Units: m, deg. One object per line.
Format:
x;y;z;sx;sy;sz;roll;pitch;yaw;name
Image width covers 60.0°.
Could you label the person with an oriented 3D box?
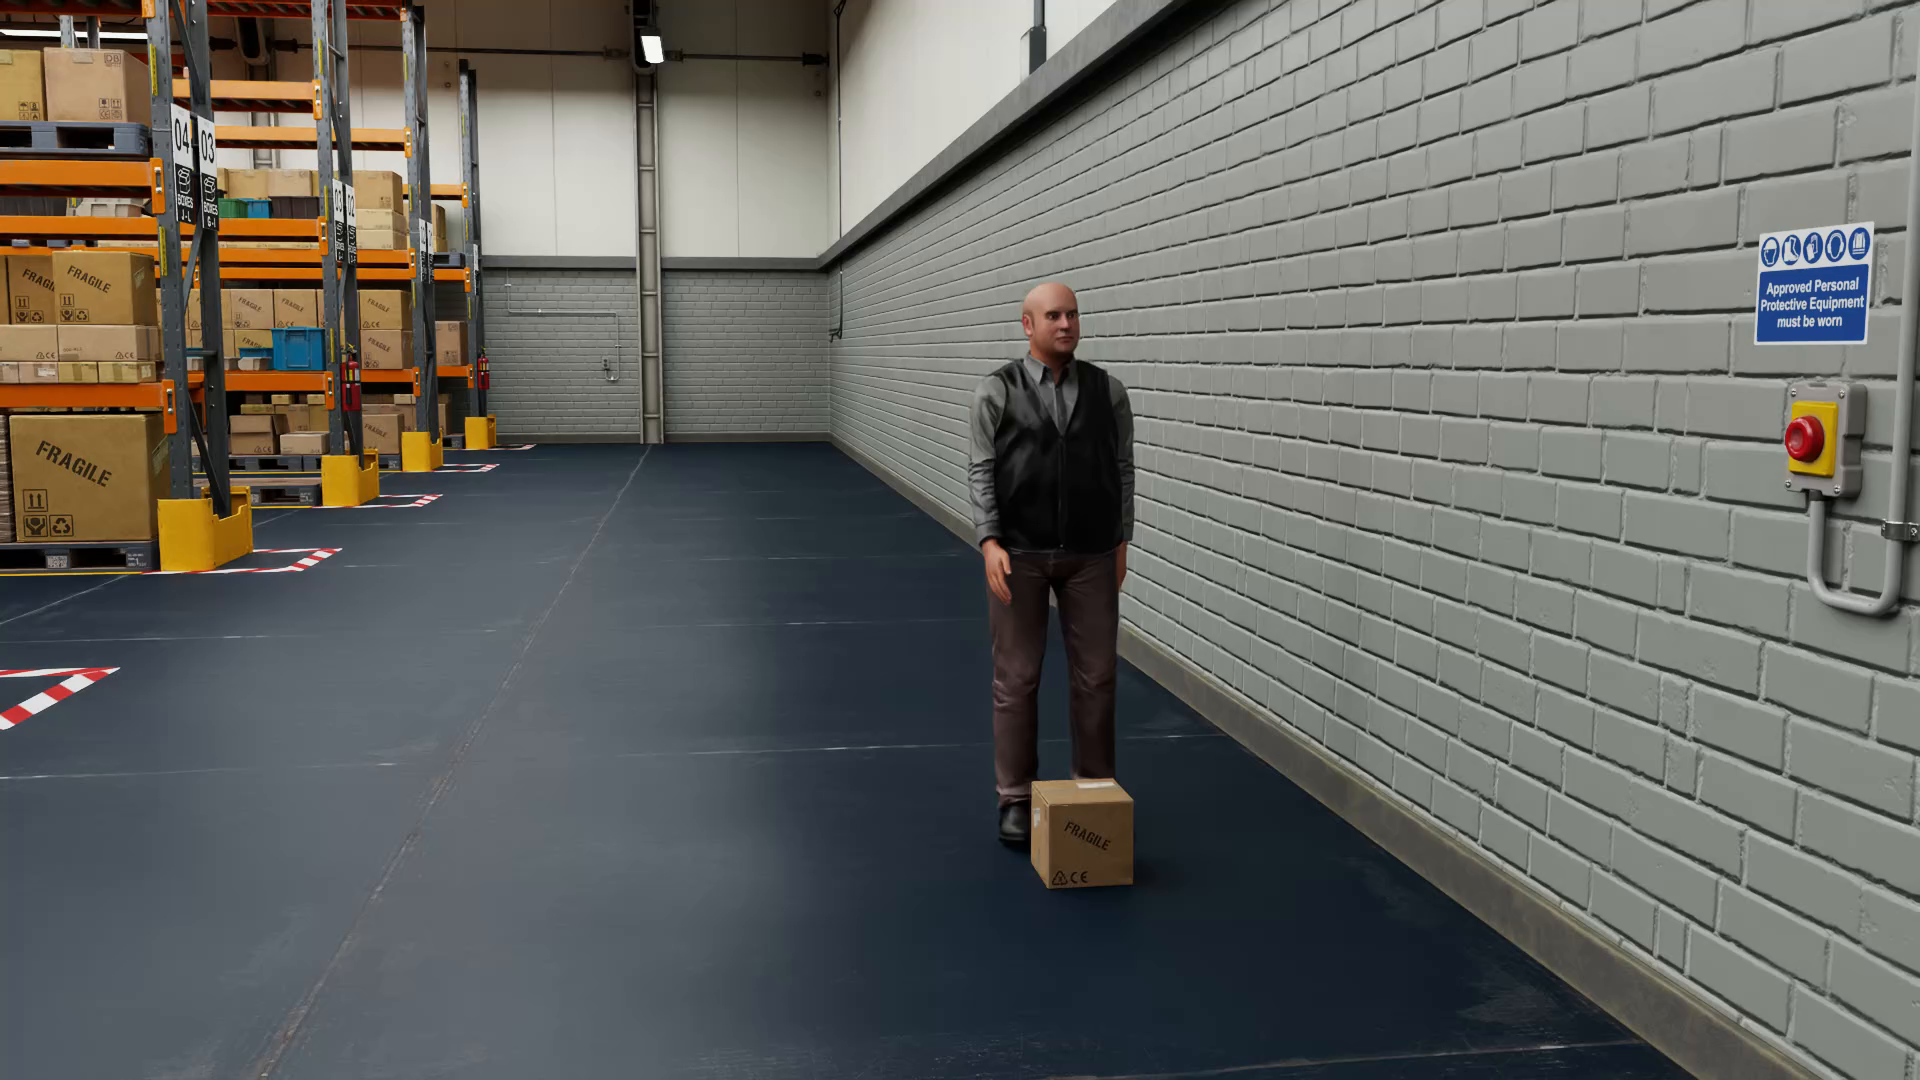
0.298;0.072;5.192;0.545;1.740;0.430;-1;6;-8;person
